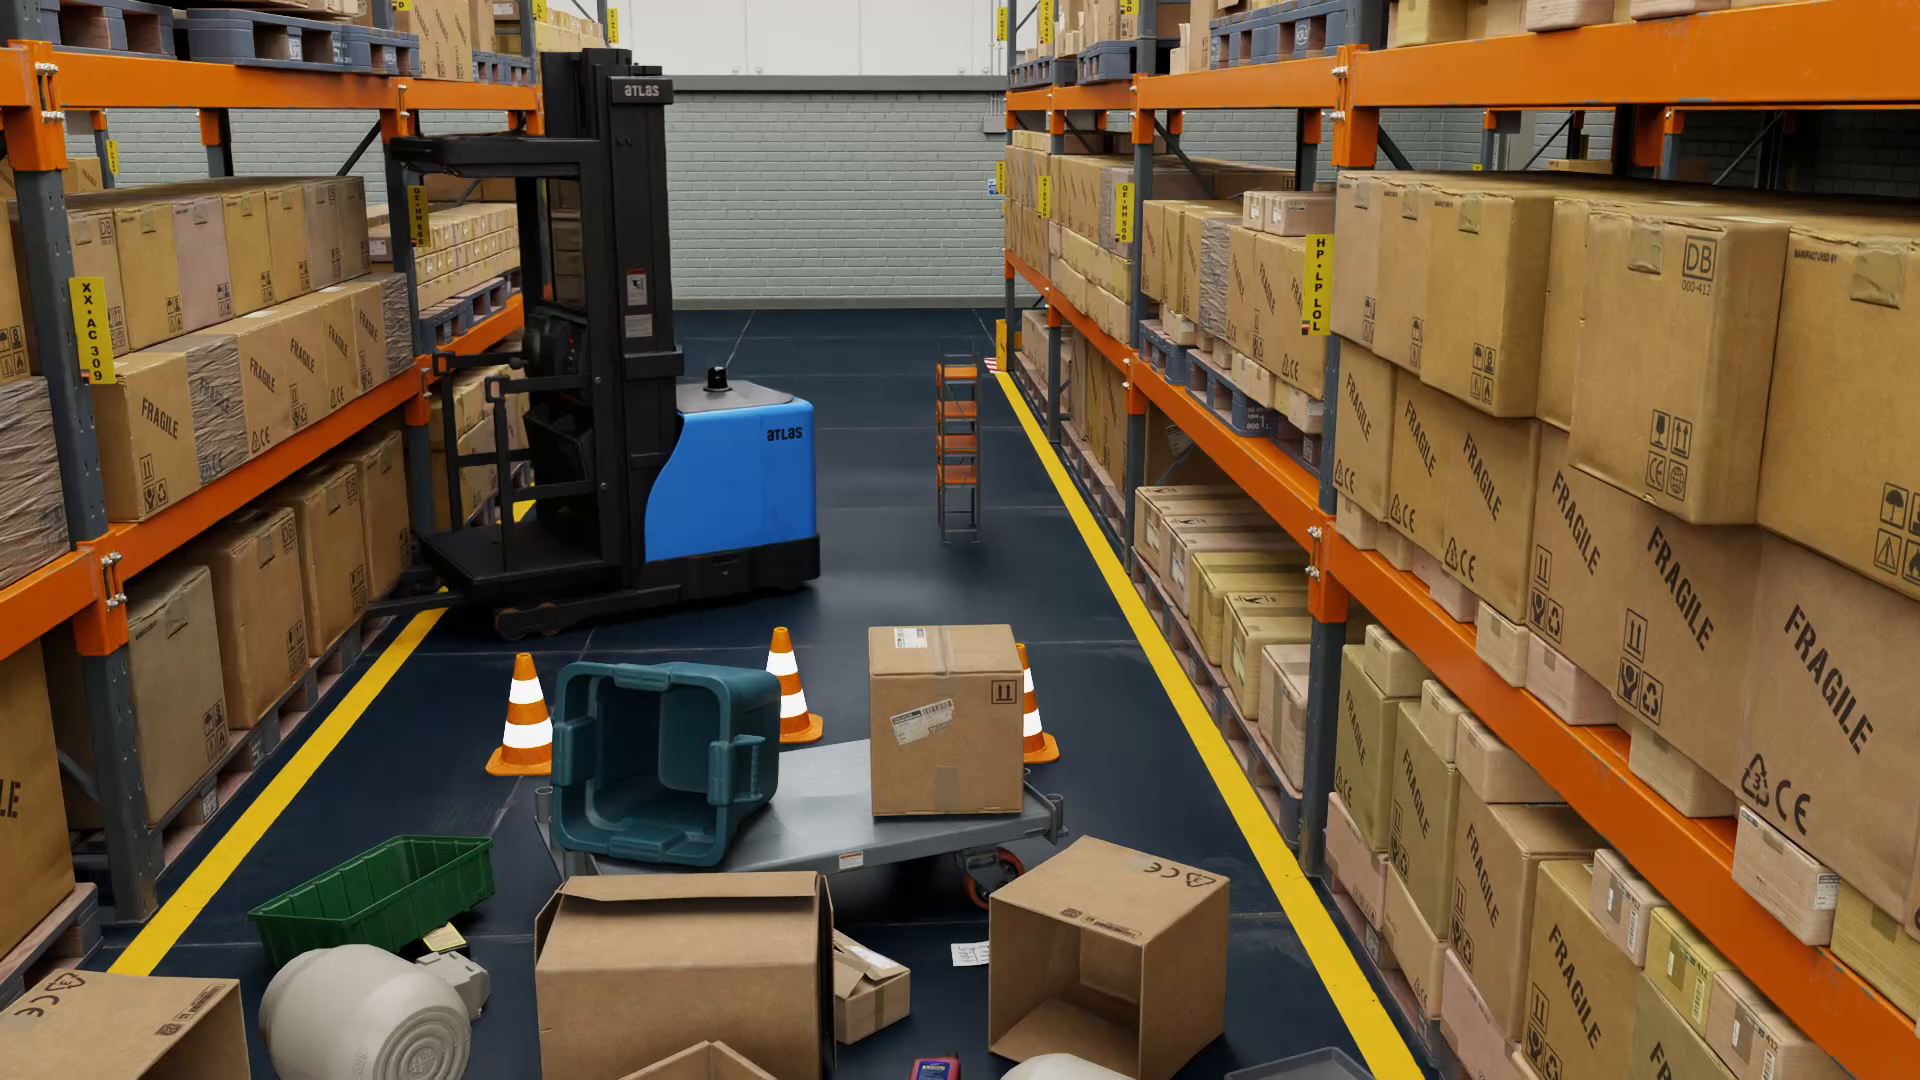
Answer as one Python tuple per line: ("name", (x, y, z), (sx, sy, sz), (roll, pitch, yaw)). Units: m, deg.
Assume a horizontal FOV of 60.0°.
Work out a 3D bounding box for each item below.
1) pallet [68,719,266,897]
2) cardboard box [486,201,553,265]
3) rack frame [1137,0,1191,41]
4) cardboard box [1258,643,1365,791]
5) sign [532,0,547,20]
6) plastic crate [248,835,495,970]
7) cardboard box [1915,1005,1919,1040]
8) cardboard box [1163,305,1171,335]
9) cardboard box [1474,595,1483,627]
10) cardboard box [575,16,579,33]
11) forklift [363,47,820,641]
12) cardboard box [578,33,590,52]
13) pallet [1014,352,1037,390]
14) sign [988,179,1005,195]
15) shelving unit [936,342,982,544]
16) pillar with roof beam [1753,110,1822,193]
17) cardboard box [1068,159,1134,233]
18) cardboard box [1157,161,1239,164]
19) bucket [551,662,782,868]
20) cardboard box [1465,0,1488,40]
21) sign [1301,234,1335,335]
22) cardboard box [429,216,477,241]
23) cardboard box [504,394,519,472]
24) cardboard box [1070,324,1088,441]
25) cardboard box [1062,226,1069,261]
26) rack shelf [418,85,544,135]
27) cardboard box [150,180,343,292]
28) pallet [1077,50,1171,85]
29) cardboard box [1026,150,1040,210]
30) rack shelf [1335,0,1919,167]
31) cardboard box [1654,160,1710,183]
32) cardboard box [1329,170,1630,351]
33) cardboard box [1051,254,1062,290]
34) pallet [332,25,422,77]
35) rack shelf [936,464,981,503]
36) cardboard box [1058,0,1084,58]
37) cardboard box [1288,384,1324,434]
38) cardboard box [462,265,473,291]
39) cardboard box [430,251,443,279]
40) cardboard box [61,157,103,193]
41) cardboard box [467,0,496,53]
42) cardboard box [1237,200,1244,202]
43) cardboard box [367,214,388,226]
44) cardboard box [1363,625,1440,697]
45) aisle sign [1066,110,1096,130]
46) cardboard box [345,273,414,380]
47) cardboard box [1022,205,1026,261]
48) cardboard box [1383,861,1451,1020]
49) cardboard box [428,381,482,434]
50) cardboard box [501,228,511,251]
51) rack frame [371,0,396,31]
("pallet", (-3.338, 0.985, 6.273), (1.003, 0.211, 1.213), (-1, 14, -3))
("cardboard box", (-3.490, -2.484, 13.362), (0.500, 0.500, 0.500), (-1, 14, -4))
("rack frame", (1.471, -4.176, 8.698), (1.000, 3.000, 0.127), (-1, 14, -3))
("cardboard box", (1.684, 0.663, 6.361), (0.950, 0.372, 0.625), (-1, 14, -3))
("sign", (-3.157, -4.067, 12.467), (0.100, 0.325, 0.005), (-1, 14, -3))
("plastic crate", (-1.897, 1.183, 5.438), (0.450, 0.188, 0.662), (-4, 11, 28))
("cardboard box", (1.604, 0.689, 2.331), (0.380, 0.149, 0.250), (-1, 14, -4))
("cardboard box", (1.261, -1.129, 8.557), (0.380, 0.149, 0.250), (-2, 15, -7))
("cardboard box", (1.561, 0.184, 4.294), (0.380, 0.149, 0.250), (-1, 14, -4))
("cardboard box", (-3.597, -4.577, 14.773), (0.380, 0.149, 0.250), (-1, 14, -2))
("forklift", (-2.319, -1.051, 8.731), (3.031, 2.935, 1.130), (-9, 17, -30))
("cardboard box", (-3.614, -4.416, 14.947), (0.500, 0.250, 0.500), (-1, 14, -3))
("pallet", (1.103, -1.712, 16.758), (1.003, 0.211, 1.213), (-1, 14, -3))
("sign", (0.551, -4.808, 22.650), (0.327, 0.218, 0.001), (-1, 14, -3))
("shelving unit", (-0.010, -0.622, 10.537), (0.258, 1.200, 0.503), (-1, 14, -3))
("pillar with roof beam", (2.737, -5.369, 13.335), (9.100, 9.000, 0.400), (-1, 14, -3))
("cardboard box", (1.052, -2.434, 11.757), (0.500, 0.500, 0.500), (-1, 14, -5))
("cardboard box", (1.600, -2.308, 11.268), (0.500, 0.500, 0.500), (-1, 14, -3))
("bucket", (-0.906, 0.673, 5.410), (0.726, 0.611, 0.620), (4, 5, 16))
("cardboard box", (1.580, -1.400, 4.431), (0.380, 0.149, 0.250), (-1, 14, -3))
("sign", (1.165, -0.827, 5.398), (0.100, 0.325, 0.005), (-1, 14, -3))
("cardboard box", (-3.393, -2.046, 10.926), (0.380, 0.149, 0.250), (-1, 14, -4))
("cardboard box", (-3.355, -0.721, 11.484), (0.500, 0.500, 0.500), (-1, 14, -5))
("cardboard box", (1.342, -1.287, 12.930), (0.875, 0.875, 0.875), (0, 14, -2))
("cardboard box", (1.030, -2.192, 12.324), (0.500, 0.250, 0.500), (-1, 14, -3))
("rack shelf", (-3.835, -3.766, 14.566), (1.077, 0.370, 4.000), (-1, 14, -3))
("cardboard box", (-3.412, -1.464, 7.991), (0.700, 0.500, 0.500), (-1, 14, -4))
("pallet", (1.306, -3.069, 10.795), (1.003, 0.211, 1.213), (0, 14, -1))
("cardboard box", (0.854, -3.164, 14.597), (0.500, 0.500, 0.500), (-1, 14, -3))
("rack shelf", (1.843, -0.883, 3.362), (1.077, 0.370, 4.000), (-1, 14, -3))
("cardboard box", (6.351, -3.152, 14.957), (0.500, 0.500, 0.500), (-1, 14, -5))
("cardboard box", (1.530, -0.840, 4.967), (0.700, 0.500, 0.500), (-1, 14, -4))
("cardboard box", (0.987, -2.079, 12.890), (0.500, 0.250, 0.500), (-1, 14, -5))
("pallet", (-3.370, -2.371, 8.082), (1.213, 0.211, 1.003), (0, 14, -1))
("rack shelf", (-0.010, -0.365, 10.603), (0.258, 0.148, 0.480), (-1, 14, -3))
("cardboard box", (0.989, -3.746, 12.004), (0.500, 0.500, 0.500), (-1, 14, -4))
("cardboard box", (1.412, -0.481, 6.039), (0.380, 0.149, 0.250), (-1, 14, -3))
("cardboard box", (-3.373, -1.695, 10.756), (0.380, 0.149, 0.250), (-1, 14, -3))
("cardboard box", (-3.331, -1.652, 9.992), (0.380, 0.149, 0.250), (-1, 14, -5))
("cardboard box", (-8.623, -3.425, 16.017), (0.500, 0.500, 0.500), (-1, 14, -3))
("cardboard box", (-3.797, -3.773, 12.106), (0.700, 0.500, 0.500), (-1, 14, -3))
("cardboard box", (1.777, -1.558, 8.921), (0.500, 0.500, 0.500), (-1, 14, -5))
("cardboard box", (-4.064, -2.107, 11.164), (0.380, 0.149, 0.250), (0, 14, -1))
("cardboard box", (1.434, 0.358, 4.984), (0.380, 0.149, 0.250), (-1, 14, -3))
("aisle sign", (1.281, -4.542, 16.943), (0.394, 0.787, 0.004), (-1, 14, -3))
("cardboard box", (-3.167, -1.110, 8.619), (0.500, 0.500, 0.500), (-1, 14, -3))
("cardboard box", (0.839, -2.809, 15.222), (0.500, 0.500, 0.500), (0, 14, -2))
("cardboard box", (1.530, 1.136, 4.768), (0.500, 0.250, 0.500), (0, 14, 0))
("cardboard box", (-3.296, -0.827, 10.388), (0.500, 0.250, 0.500), (-1, 14, -4))
("cardboard box", (-3.459, -2.167, 11.992), (0.380, 0.149, 0.250), (0, 14, -1))
("rack frame", (-3.463, -4.075, 8.303), (1.000, 3.000, 0.127), (-1, 14, -3))
